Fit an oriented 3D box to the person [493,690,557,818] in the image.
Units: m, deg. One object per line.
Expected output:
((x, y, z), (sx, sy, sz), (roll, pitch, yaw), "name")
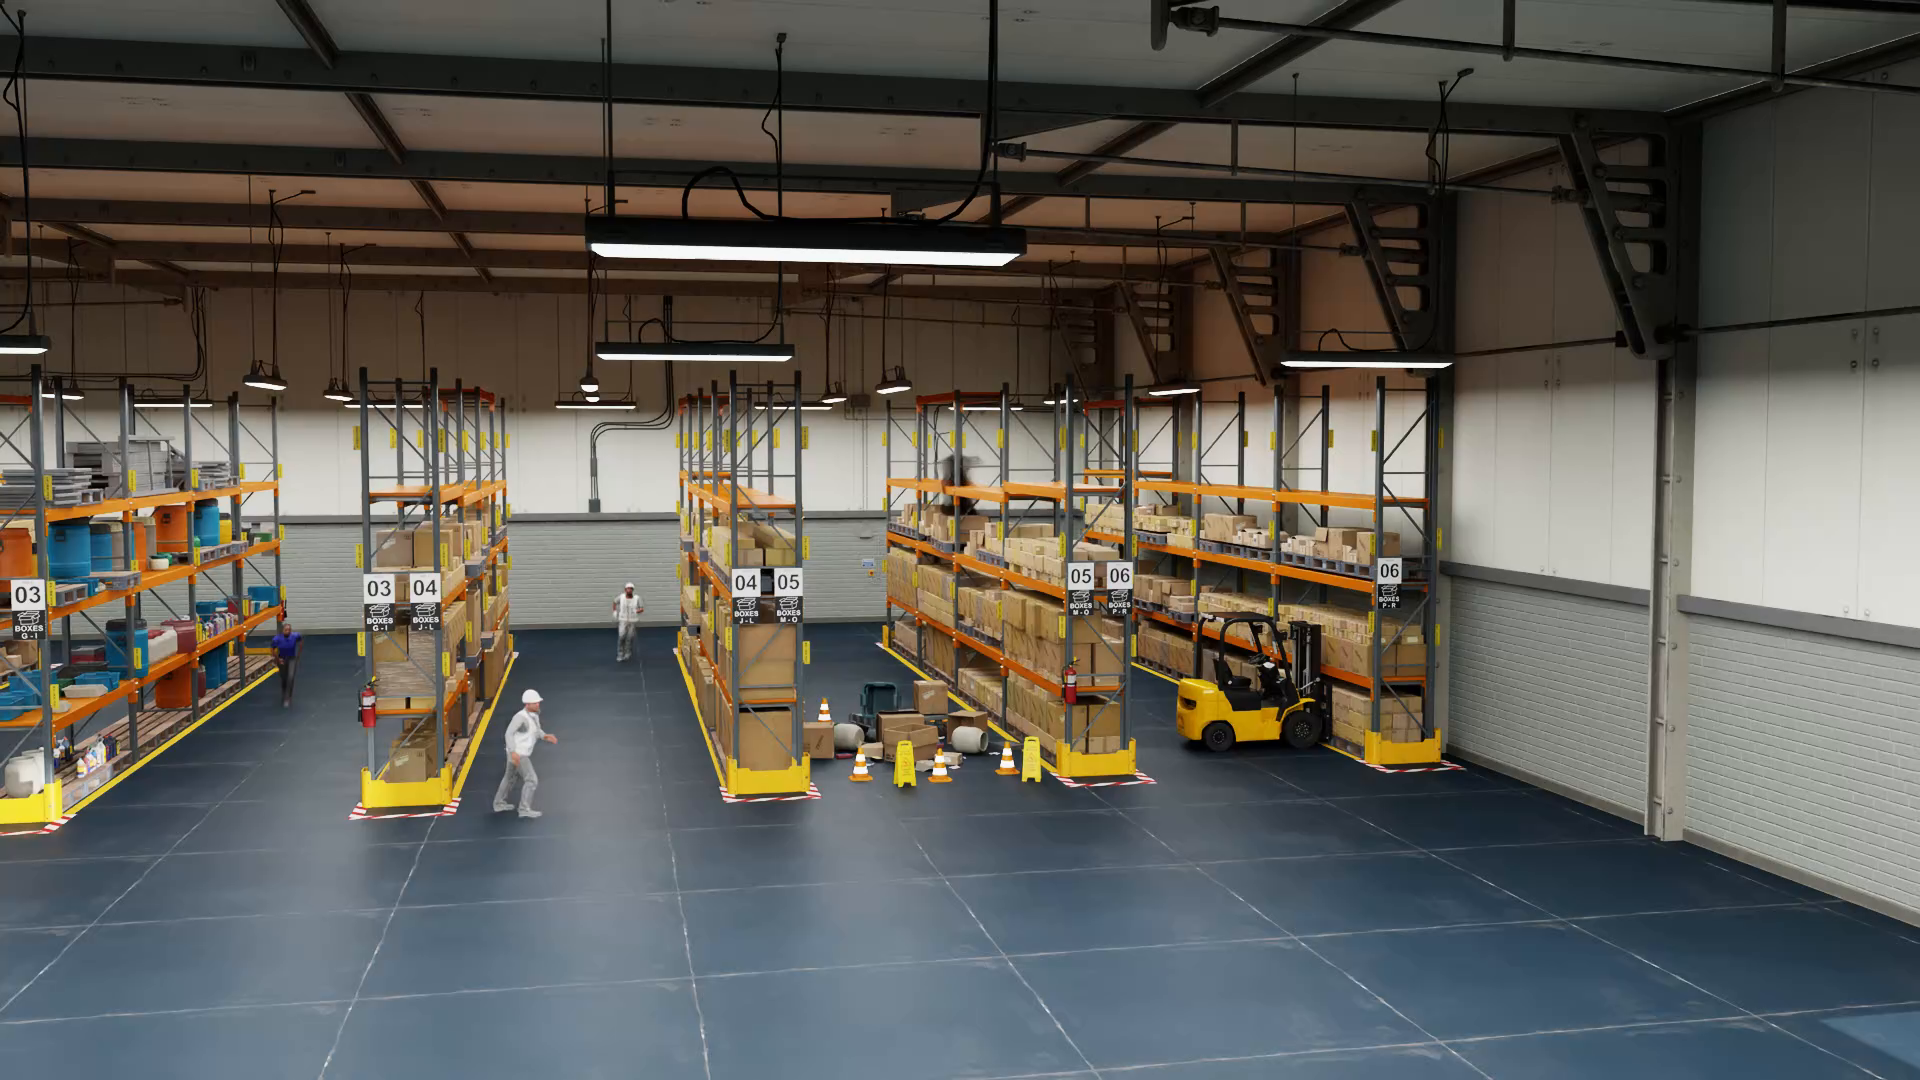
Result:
((-5.825, 2.833, 22.214), (0.871, 1.707, 0.664), (0, 3, -8), "person")

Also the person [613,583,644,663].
((-7.536, 1.871, 37.826), (0.701, 1.800, 0.652), (-1, 3, -11), "person")

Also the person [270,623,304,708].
((-12.819, 2.356, 31.668), (0.597, 1.603, 0.959), (-2, 4, -28), "person")
